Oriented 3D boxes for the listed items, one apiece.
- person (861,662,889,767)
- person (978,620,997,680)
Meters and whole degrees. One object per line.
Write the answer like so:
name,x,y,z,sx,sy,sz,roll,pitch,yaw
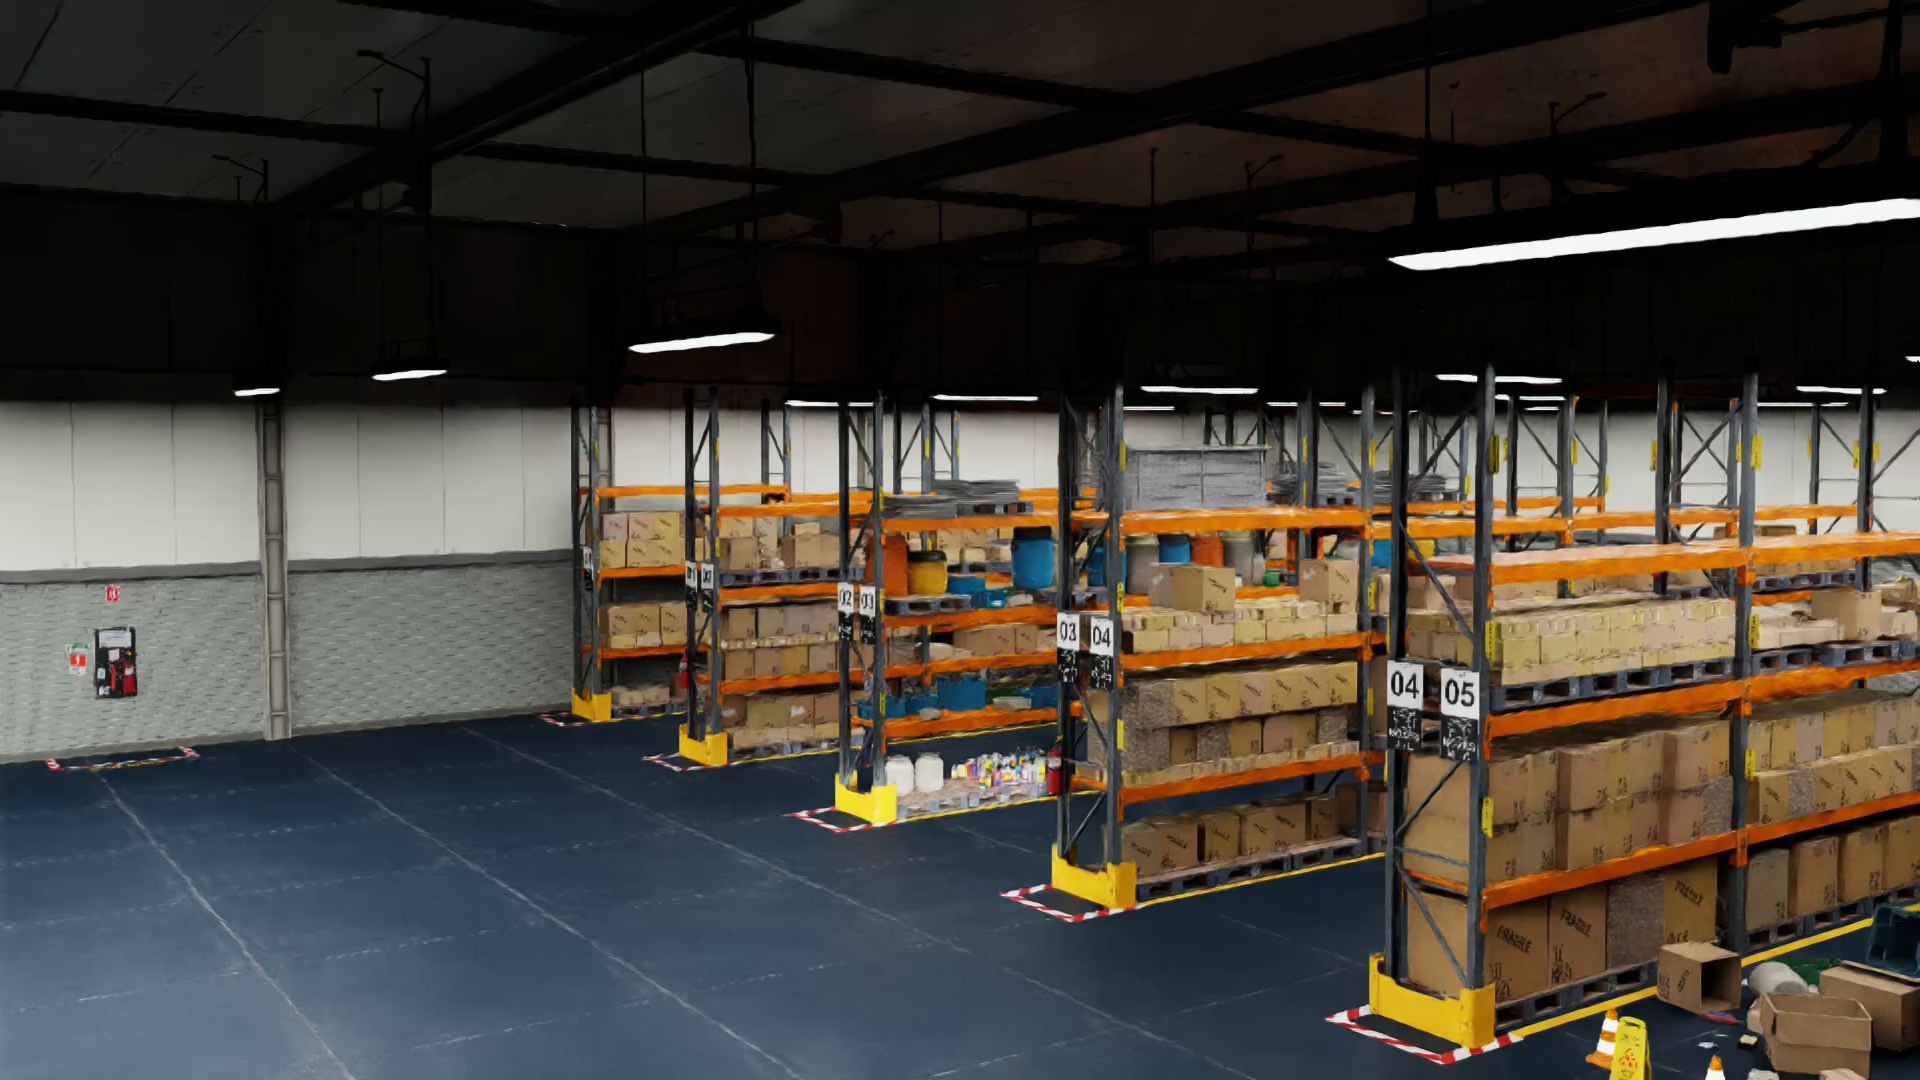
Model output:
person,-1.310,2.745,26.414,0.445,1.646,0.578,2,4,28
person,0.473,2.293,33.978,0.995,1.621,0.483,-3,5,-43
